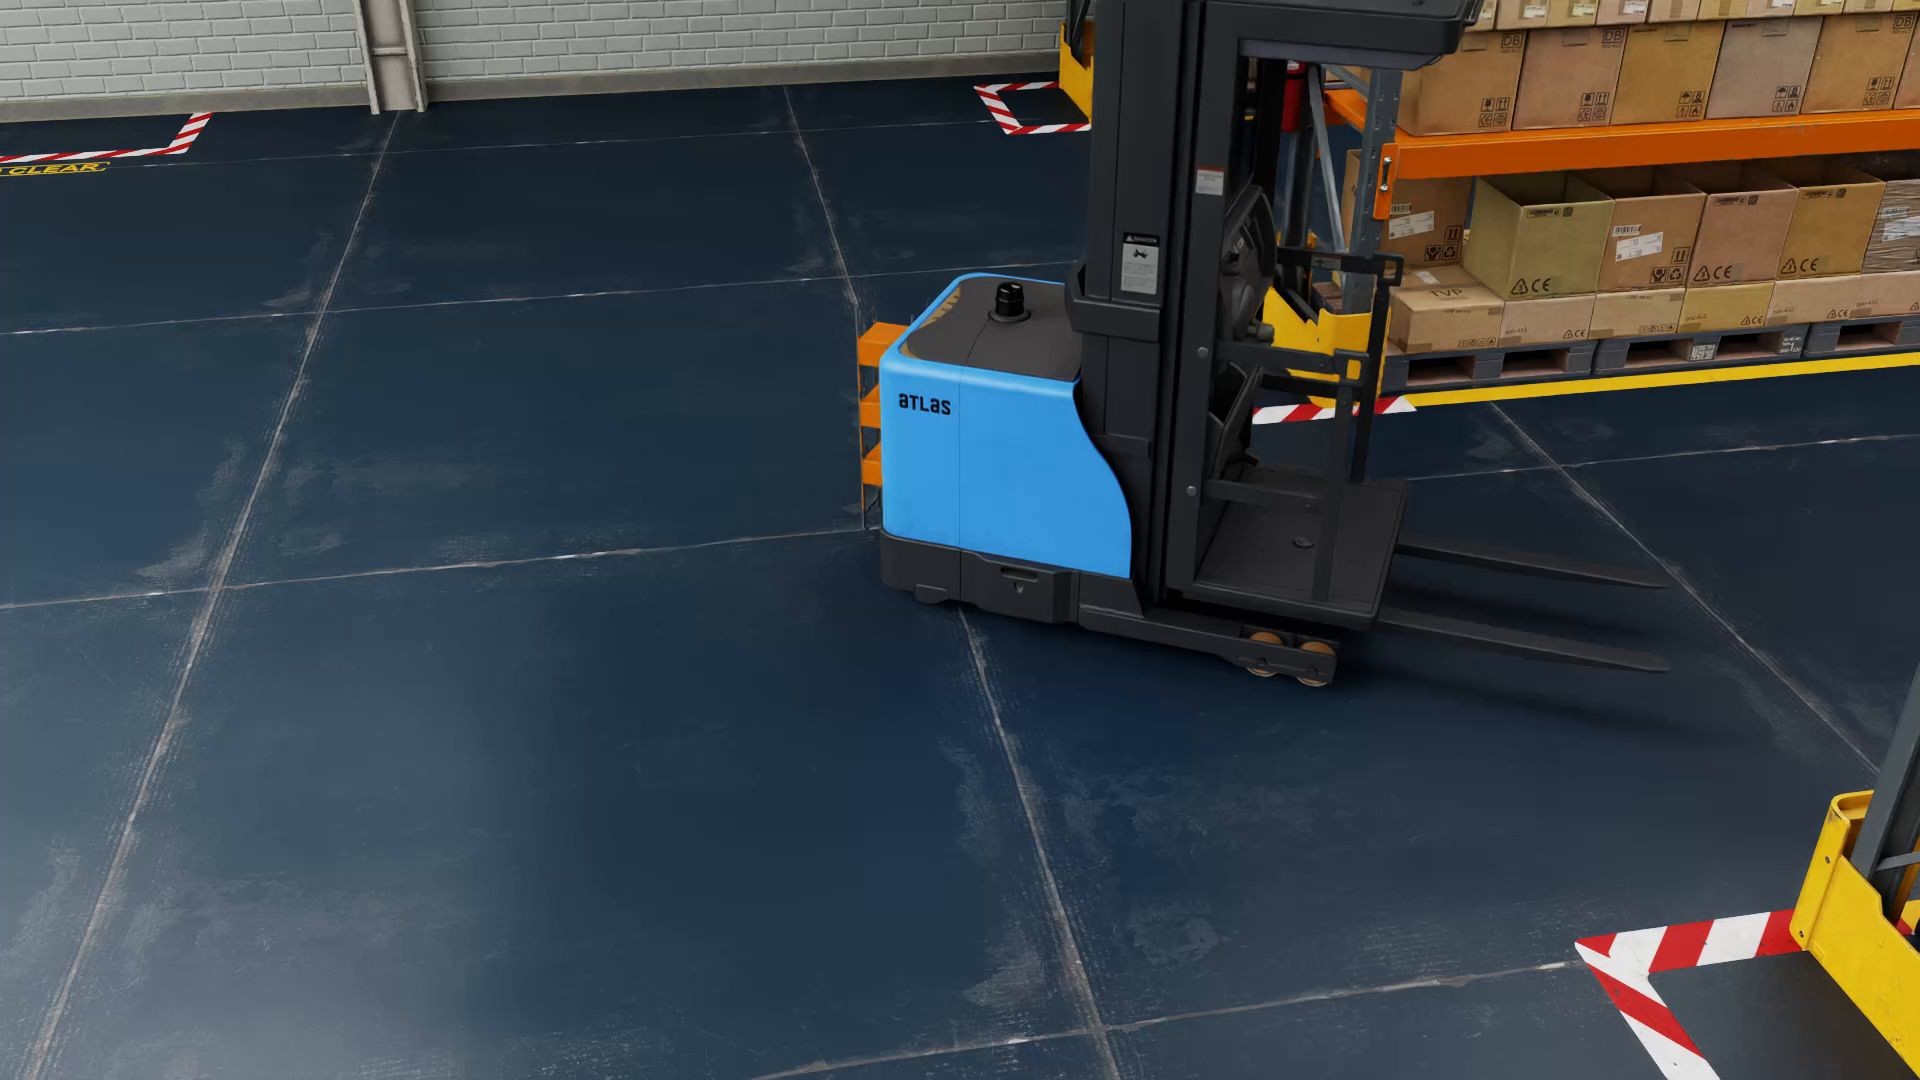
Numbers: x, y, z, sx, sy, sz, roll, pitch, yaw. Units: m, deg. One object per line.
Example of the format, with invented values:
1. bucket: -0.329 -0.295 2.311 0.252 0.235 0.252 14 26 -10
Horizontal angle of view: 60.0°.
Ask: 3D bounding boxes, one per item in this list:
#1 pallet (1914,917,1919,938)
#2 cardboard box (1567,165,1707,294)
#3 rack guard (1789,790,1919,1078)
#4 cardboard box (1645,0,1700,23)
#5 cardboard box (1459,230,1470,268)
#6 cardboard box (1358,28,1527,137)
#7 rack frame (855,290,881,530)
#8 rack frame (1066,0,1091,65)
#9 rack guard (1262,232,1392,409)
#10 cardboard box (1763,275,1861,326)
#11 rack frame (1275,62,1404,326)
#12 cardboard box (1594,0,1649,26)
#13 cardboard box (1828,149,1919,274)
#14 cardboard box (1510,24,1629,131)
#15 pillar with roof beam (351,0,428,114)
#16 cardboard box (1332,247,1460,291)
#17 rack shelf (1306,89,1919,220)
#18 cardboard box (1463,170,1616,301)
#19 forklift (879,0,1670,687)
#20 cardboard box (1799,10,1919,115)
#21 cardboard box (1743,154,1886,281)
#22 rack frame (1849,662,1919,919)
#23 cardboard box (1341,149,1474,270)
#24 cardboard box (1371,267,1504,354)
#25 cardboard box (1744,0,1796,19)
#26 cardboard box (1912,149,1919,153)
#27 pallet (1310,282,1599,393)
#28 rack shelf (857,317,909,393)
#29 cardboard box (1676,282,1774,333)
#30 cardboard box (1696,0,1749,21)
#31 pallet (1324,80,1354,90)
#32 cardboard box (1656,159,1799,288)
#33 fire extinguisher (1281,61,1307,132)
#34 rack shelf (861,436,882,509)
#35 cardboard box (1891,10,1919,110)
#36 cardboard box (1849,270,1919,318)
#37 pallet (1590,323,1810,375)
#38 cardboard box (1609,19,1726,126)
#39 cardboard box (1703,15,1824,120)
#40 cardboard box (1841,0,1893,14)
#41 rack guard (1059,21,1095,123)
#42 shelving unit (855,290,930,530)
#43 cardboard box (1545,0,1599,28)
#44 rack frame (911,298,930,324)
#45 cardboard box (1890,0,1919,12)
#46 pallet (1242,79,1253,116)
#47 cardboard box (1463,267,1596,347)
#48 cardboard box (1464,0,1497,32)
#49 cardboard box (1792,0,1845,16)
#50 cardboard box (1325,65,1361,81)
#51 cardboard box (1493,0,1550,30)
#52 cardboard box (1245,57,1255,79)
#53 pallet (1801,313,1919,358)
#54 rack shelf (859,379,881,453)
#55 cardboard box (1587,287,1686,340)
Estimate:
1. pallet: 3.645 1.311 4.812 1.213 0.211 1.003 -5 31 -9
2. cardboard box: 3.439 -1.615 8.595 0.500 0.500 0.500 -5 31 -9
3. rack guard: 2.845 1.258 4.617 0.348 0.500 1.175 -5 31 -9
4. cardboard box: 3.331 -2.605 7.983 0.250 0.149 0.380 -6 31 -11
5. cardboard box: 2.855 -1.503 9.144 0.500 0.250 0.500 -5 31 -9
6. cardboard box: 2.352 -2.338 8.169 0.500 0.500 0.700 -5 31 -9
7. rack frame: -0.391 -0.544 7.139 0.008 1.050 0.200 10 32 17
8. rack frame: 0.995 -4.728 12.332 0.127 3.000 1.000 -5 31 -9
9. rack guard: 1.867 -1.179 8.762 0.348 0.500 1.175 -5 31 -9
10. cardboard box: 4.426 -1.375 8.927 0.500 0.250 0.500 -5 31 -9
11. rack frame: 1.891 -2.259 8.132 0.127 3.000 1.000 -5 31 -9
12. cardboard box: 3.069 -2.580 7.939 0.250 0.149 0.380 -6 31 -10
13. cardboard box: 4.914 -1.752 8.829 0.500 0.500 0.500 -5 31 -9
14. cardboard box: 2.868 -2.389 8.254 0.500 0.500 0.700 -5 31 -8
15. pillar with roof beam: -3.599 -5.115 7.072 0.400 9.000 9.100 -5 31 -9
16. cardboard box: 2.365 -1.451 9.057 0.500 0.250 0.500 -5 31 -9
17. rack shelf: 3.858 -2.131 8.625 4.000 0.370 1.077 -5 31 -9
18. cardboard box: 2.950 -1.563 8.507 0.500 0.500 0.500 -5 31 -9
19. forklift: 1.248 -1.013 6.081 3.031 2.935 1.130 10 32 17
20. cardboard box: 4.378 -2.528 8.492 0.500 0.500 0.700 -5 31 -8
21. cardboard box: 4.423 -1.704 8.748 0.500 0.500 0.500 -5 31 -9
22. rack frame: 2.779 0.211 3.932 0.127 3.000 1.000 -5 31 -9
23. cardboard box: 2.365 -1.775 8.868 0.500 0.500 0.500 -5 31 -9
24. cardboard box: 2.458 -1.193 8.618 0.500 0.250 0.500 -5 31 -9
25. cardboard box: 3.828 -2.650 8.059 0.250 0.149 0.380 -5 31 -8
26. cardboard box: 5.313 -2.057 9.347 0.500 0.500 0.500 -5 31 -9
27. pallet: 2.635 -1.148 8.993 1.213 0.211 1.003 -5 31 -9
28. rack shelf: -0.276 -0.758 6.965 0.240 0.259 0.215 10 32 17
29. cardboard box: 3.934 -1.329 8.849 0.500 0.250 0.500 -5 31 -9
30. cardboard box: 3.582 -2.629 8.023 0.250 0.149 0.380 -6 31 -10
31. pallet: 3.072 -3.700 13.333 1.213 0.211 1.003 -5 31 -9
32. cardboard box: 3.934 -1.652 8.658 0.500 0.500 0.500 -5 31 -9
33. fire extinguisher: 1.691 -2.446 8.528 0.183 0.674 0.296 -5 31 -9
34. rack shelf: -0.276 -0.274 7.250 0.240 0.259 0.215 10 32 17
35. cardboard box: 4.872 -2.572 8.566 0.500 0.500 0.700 -6 31 -9
36. cardboard box: 4.915 -1.428 9.017 0.500 0.250 0.500 -5 31 -9
37. pallet: 3.833 -1.257 9.180 1.213 0.211 1.003 -5 31 -9
38. cardboard box: 3.357 -2.431 8.326 0.500 0.500 0.700 -5 31 -9
39. cardboard box: 3.874 -2.481 8.411 0.500 0.500 0.700 -4 31 -7
40. cardboard box: 4.347 -2.700 8.144 0.250 0.149 0.380 -4 31 -7
41. rack guard: 1.069 -3.658 12.978 0.348 0.500 1.175 -5 31 -9
42. shelving unit: -0.276 -0.523 7.103 0.252 1.050 0.215 10 32 17
43. cardboard box: 2.820 -2.558 7.902 0.250 0.149 0.380 -5 31 -9
44. rack frame: -0.161 -0.502 7.068 0.008 1.050 0.200 10 32 17
45. cardboard box: 4.595 -2.723 8.183 0.250 0.149 0.380 -5 31 -9
46. pallet: 1.875 -3.590 13.147 1.213 0.211 1.003 -5 31 -9
47. cardboard box: 2.949 -1.240 8.698 0.500 0.250 0.500 -5 31 -9
48. cardboard box: 2.315 -2.510 7.821 0.250 0.149 0.380 -6 31 -9
49. cardboard box: 4.086 -2.674 8.100 0.250 0.149 0.380 -4 31 -7
50. cardboard box: 2.983 -3.953 13.045 0.500 0.500 0.700 -7 31 -12
51. cardboard box: 2.575 -2.536 7.864 0.250 0.149 0.380 -6 31 -10
52. cardboard box: 2.252 -3.829 13.022 0.500 0.311 0.500 -3 31 -5
53. pallet: 5.035 -1.370 9.372 1.213 0.211 1.003 -5 31 -9
54. rack shelf: -0.276 -0.514 7.109 0.240 0.259 0.215 10 32 17
55. cardboard box: 3.441 -1.286 8.776 0.500 0.250 0.500 -5 31 -9
